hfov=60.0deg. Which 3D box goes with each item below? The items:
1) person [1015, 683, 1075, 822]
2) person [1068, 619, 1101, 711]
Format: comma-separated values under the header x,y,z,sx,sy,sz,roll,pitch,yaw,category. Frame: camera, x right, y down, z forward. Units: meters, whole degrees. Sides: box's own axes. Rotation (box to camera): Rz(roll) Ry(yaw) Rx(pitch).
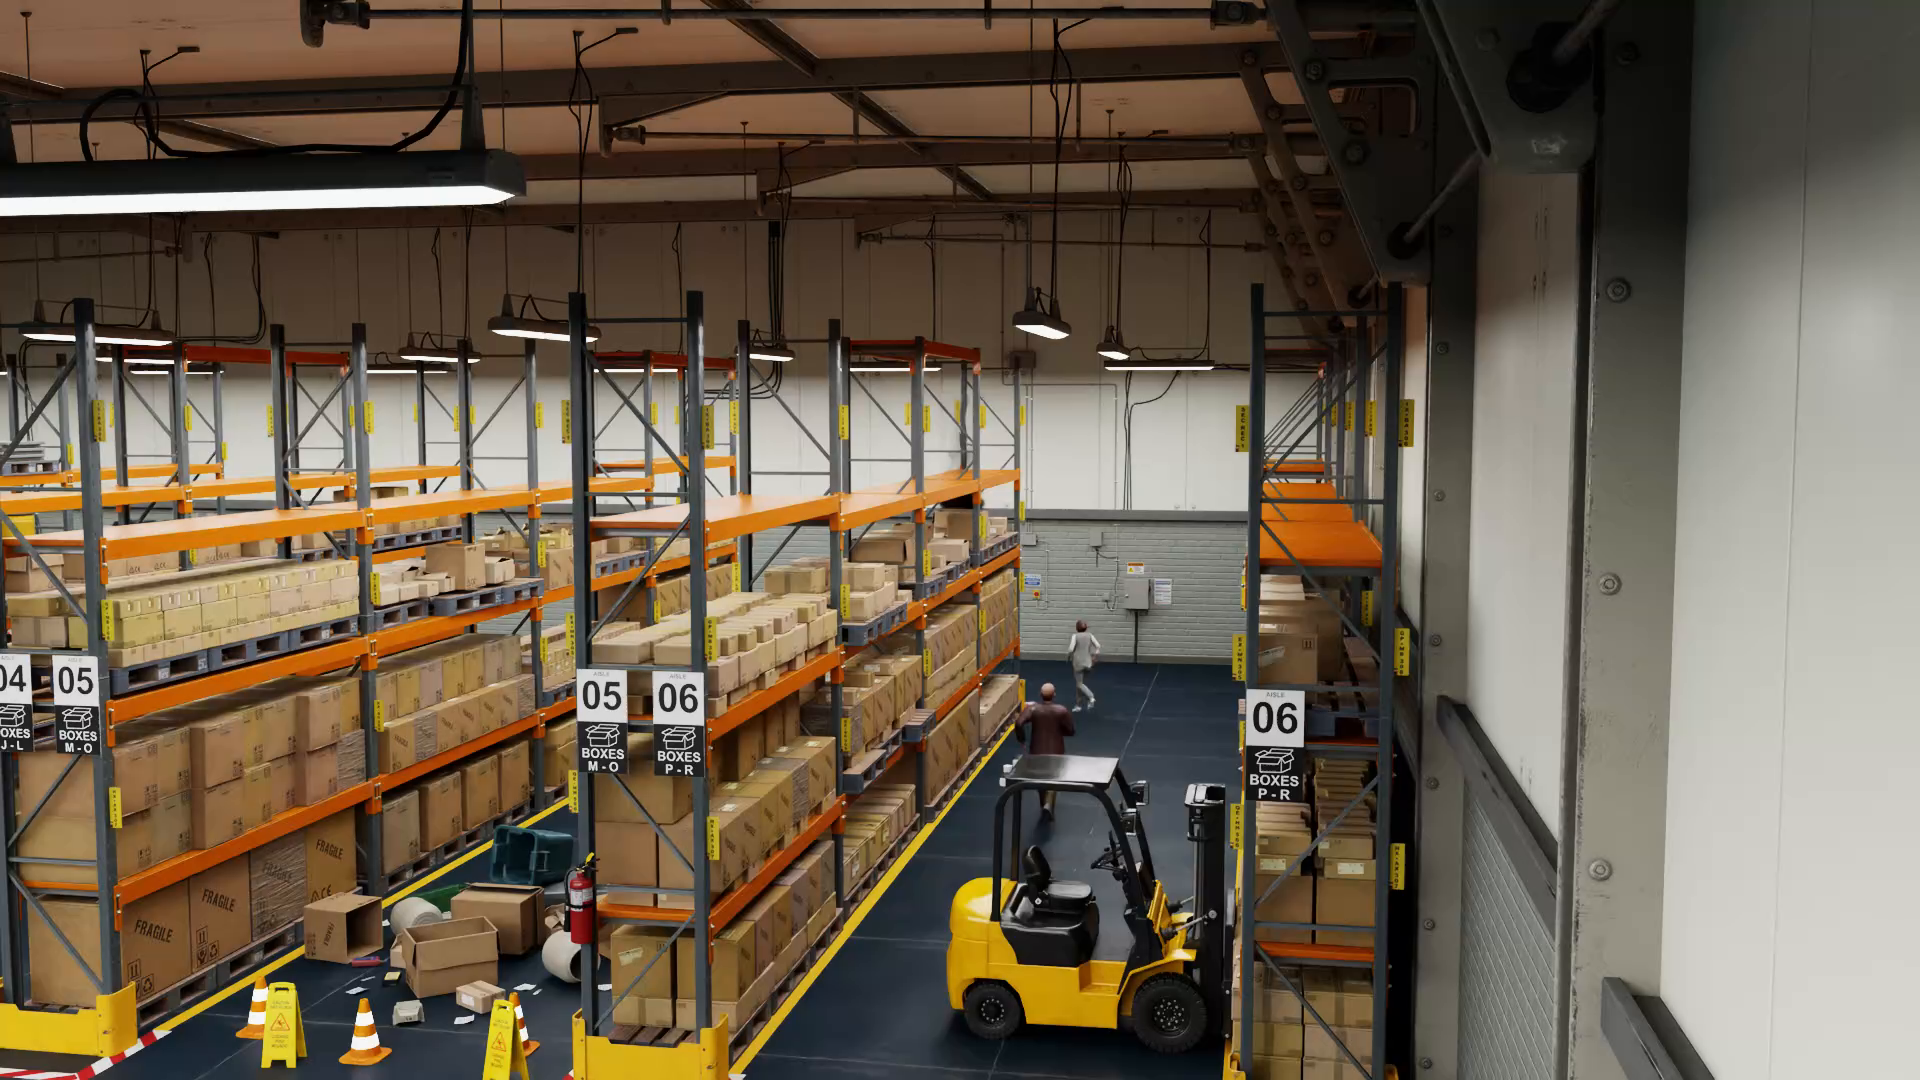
x,y,z,sx,sy,sz,roll,pitch,yaw,category
1.065,2.629,20.488,0.723,1.759,1.095,1,5,10,person
2.104,2.150,27.936,0.556,1.613,0.765,-2,5,-26,person
